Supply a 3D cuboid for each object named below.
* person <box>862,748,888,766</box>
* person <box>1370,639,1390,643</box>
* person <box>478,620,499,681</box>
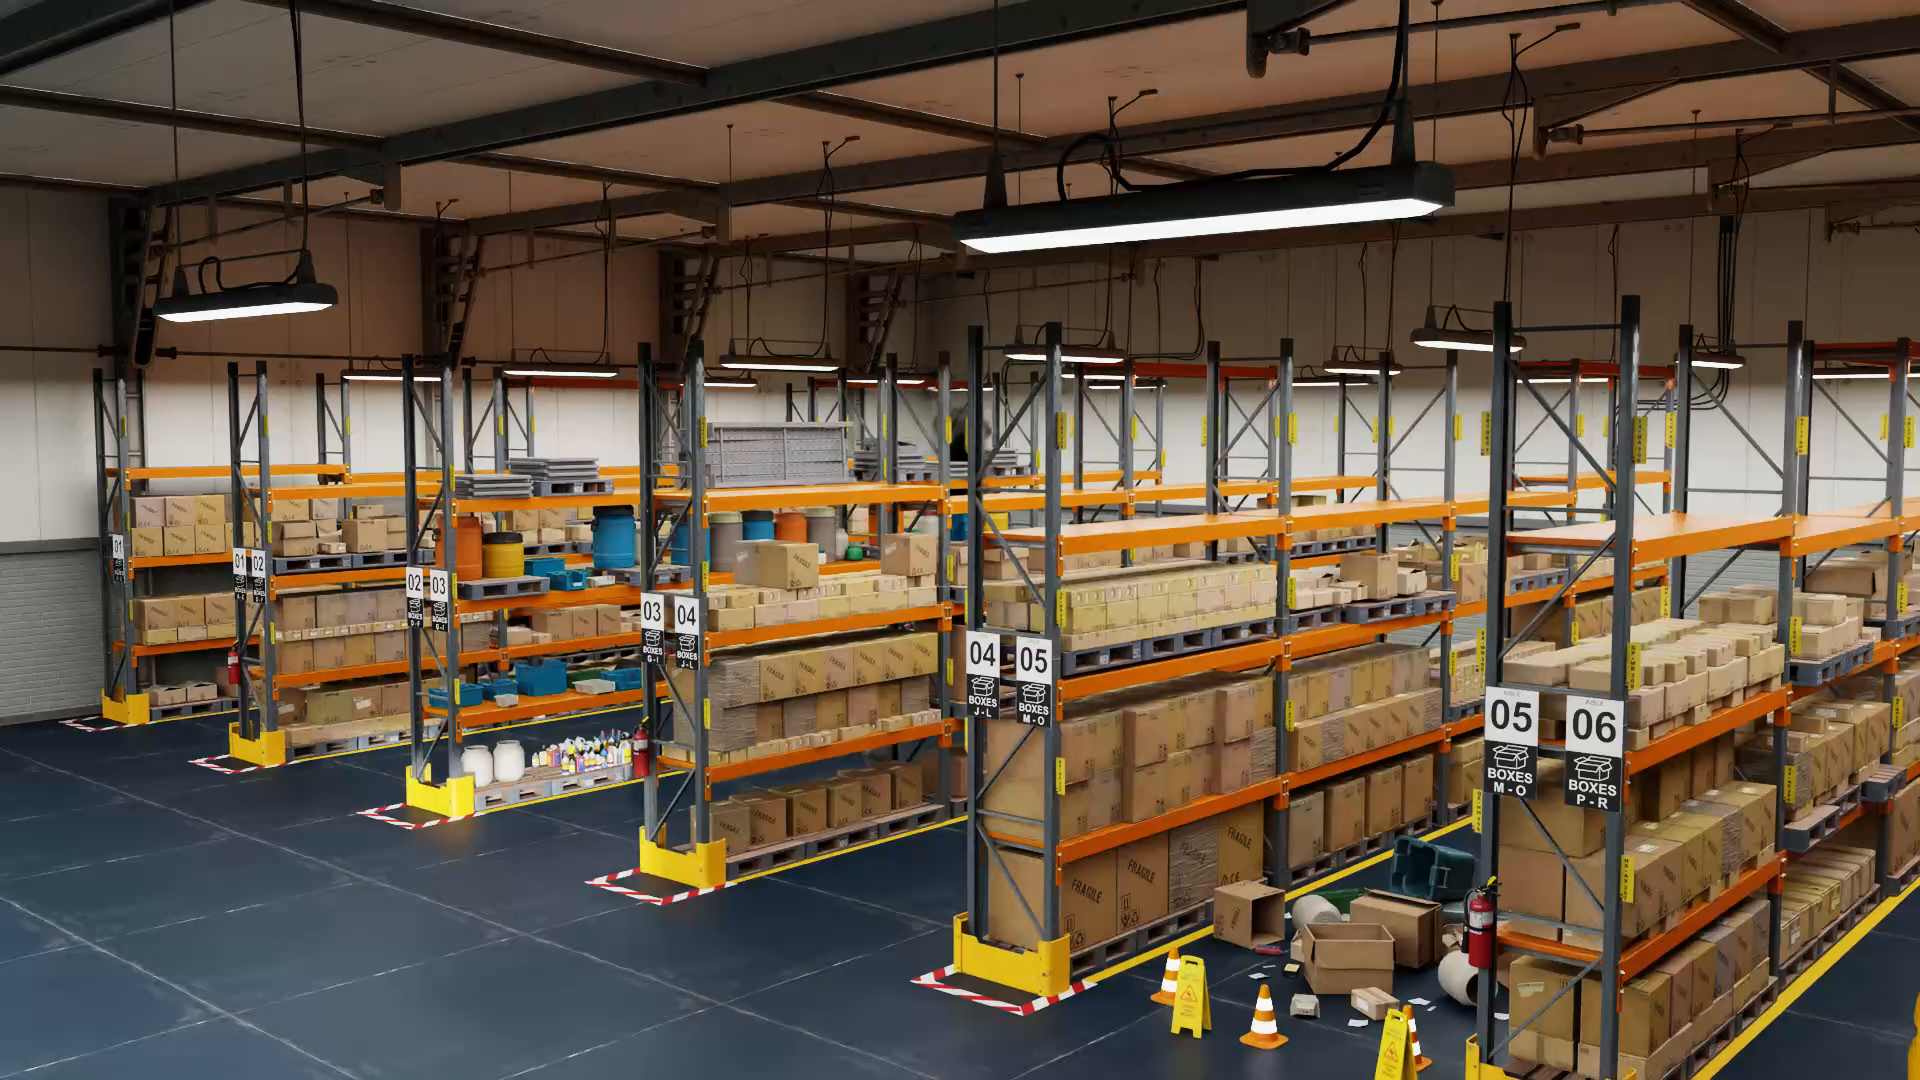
[{"bbox_3d":[-1.207,2.589,23.379,0.700,1.721,0.582,4,6,43],"label":"person"},{"bbox_3d":[7.969,1.959,31.834,0.692,1.834,0.798,-2,5,-30],"label":"person"},{"bbox_3d":[-8.445,2.151,30.033,0.876,1.681,0.609,-4,6,-42],"label":"person"}]
